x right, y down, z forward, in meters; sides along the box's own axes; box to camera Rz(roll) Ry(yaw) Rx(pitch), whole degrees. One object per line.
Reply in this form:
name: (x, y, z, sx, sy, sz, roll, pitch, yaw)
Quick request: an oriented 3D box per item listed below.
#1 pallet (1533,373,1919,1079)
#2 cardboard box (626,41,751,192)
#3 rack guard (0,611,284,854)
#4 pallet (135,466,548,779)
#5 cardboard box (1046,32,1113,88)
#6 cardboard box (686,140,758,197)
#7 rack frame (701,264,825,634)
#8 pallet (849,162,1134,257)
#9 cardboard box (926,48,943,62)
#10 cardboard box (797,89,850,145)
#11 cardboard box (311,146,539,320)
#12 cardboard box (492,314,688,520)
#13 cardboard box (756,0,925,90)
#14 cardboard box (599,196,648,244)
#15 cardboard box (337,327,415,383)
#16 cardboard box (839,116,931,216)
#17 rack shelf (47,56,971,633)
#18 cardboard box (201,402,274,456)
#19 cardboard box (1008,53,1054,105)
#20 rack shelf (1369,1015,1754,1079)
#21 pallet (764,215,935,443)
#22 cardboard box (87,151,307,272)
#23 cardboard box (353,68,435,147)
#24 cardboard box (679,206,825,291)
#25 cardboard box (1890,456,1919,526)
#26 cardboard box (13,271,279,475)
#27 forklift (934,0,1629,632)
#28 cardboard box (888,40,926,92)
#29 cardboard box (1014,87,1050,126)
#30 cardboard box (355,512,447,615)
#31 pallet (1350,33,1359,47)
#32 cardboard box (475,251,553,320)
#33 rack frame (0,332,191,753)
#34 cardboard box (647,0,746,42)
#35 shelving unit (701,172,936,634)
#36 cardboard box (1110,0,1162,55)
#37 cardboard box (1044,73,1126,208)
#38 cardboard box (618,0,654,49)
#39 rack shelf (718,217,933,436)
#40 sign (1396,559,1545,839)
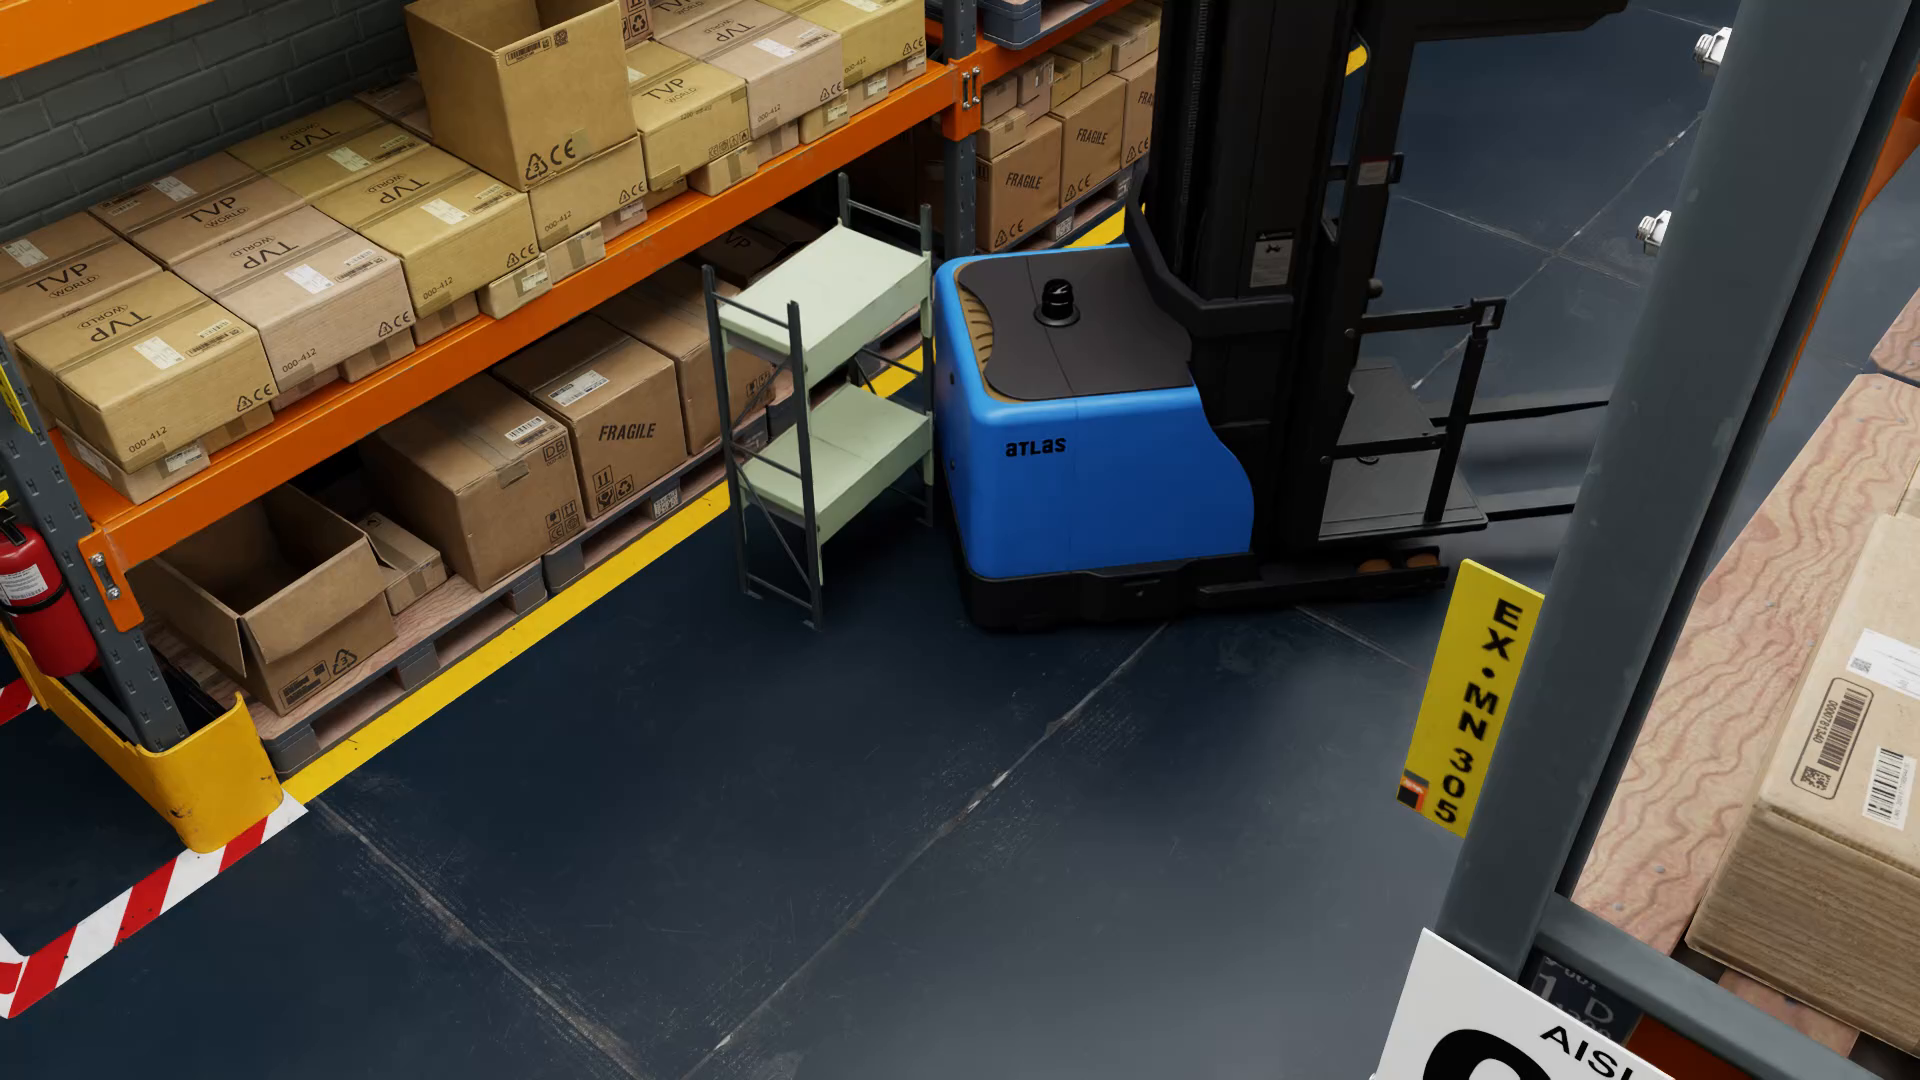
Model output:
pallet: (1.347, 0.344, 1.978, 1.003, 0.211, 1.213, 29, 50, 28)
cardboard box: (-1.133, -1.570, 6.137, 0.500, 0.250, 0.500, 29, 50, 28)
rack guard: (-2.875, 0.547, 5.777, 1.175, 0.500, 0.348, 29, 50, 28)
pallet: (-2.362, 0.243, 6.327, 1.003, 0.211, 1.213, 29, 50, 28)
cardboard box: (0.527, -2.399, 8.223, 0.380, 0.149, 0.250, 29, 50, 28)
cardboard box: (-0.993, -1.478, 6.332, 0.380, 0.149, 0.250, 29, 50, 28)
rack frame: (-0.689, -0.280, 5.943, 0.400, 1.500, 0.023, 25, 48, 25)
pallet: (0.145, -1.802, 8.575, 1.003, 0.211, 1.213, 29, 50, 28)
cardboard box: (-0.168, -2.322, 8.137, 0.380, 0.149, 0.250, 30, 50, 28)
cardboard box: (-0.661, -1.745, 6.626, 0.380, 0.149, 0.250, 31, 51, 29)
cardboard box: (-1.777, -1.033, 5.547, 0.500, 0.250, 0.500, 29, 49, 28)
cardboard box: (-1.461, -0.496, 6.612, 0.500, 0.500, 0.500, 30, 50, 29)
cardboard box: (-0.490, -2.086, 6.704, 0.500, 0.250, 0.500, 31, 51, 29)
cardboard box: (-1.368, -1.246, 6.077, 0.380, 0.149, 0.250, 29, 50, 28)
cardboard box: (-2.022, -0.702, 5.479, 0.380, 0.149, 0.250, 31, 51, 30)
cardboard box: (-0.260, -2.010, 8.277, 0.500, 0.500, 0.500, 29, 50, 28)
rack shelf: (-1.636, -1.103, 6.268, 1.077, 0.370, 4.000, 29, 50, 28)
cardboard box: (-2.374, -0.448, 5.199, 0.380, 0.149, 0.250, 31, 51, 29)
cardboard box: (0.216, -2.203, 7.786, 0.380, 0.149, 0.250, 27, 49, 27)
rack shelf: (2.165, -0.066, 2.897, 1.077, 0.370, 4.000, 29, 50, 28)
pallet: (-0.792, -1.014, 7.708, 1.003, 0.211, 1.213, 29, 50, 28)
cardboard box: (-2.498, -1.010, 5.522, 0.500, 0.250, 0.500, 30, 50, 29)
cardboard box: (-1.839, -1.533, 6.096, 0.500, 0.250, 0.500, 29, 50, 28)
cardboard box: (-0.955, -1.322, 7.660, 0.500, 0.311, 0.500, 31, 51, 30)
cardboard box: (1.307, 0.078, 2.006, 0.380, 0.149, 0.250, 26, 48, 26)
cardboard box: (-2.425, -0.511, 4.972, 0.500, 0.250, 0.500, 30, 50, 29)
forklift: (1.453, -1.197, 5.887, 3.031, 2.935, 1.130, -6, 43, -7)
cardboard box: (-0.361, -2.032, 6.942, 0.380, 0.149, 0.250, 30, 50, 29)
cardboard box: (0.204, -2.115, 7.910, 0.380, 0.149, 0.250, 28, 49, 27)
cardboard box: (-2.154, 0.084, 6.234, 0.380, 0.149, 0.250, 28, 49, 27)
pallet: (1.715, -3.059, 9.957, 1.003, 0.211, 1.213, 29, 50, 28)
cardboard box: (-1.635, -0.939, 5.739, 0.380, 0.149, 0.250, 28, 49, 27)
rack frame: (-2.924, -0.339, 4.893, 1.000, 3.000, 0.127, 29, 50, 28)
cardboard box: (-1.192, -2.054, 6.670, 0.500, 0.250, 0.500, 29, 50, 28)
shelving unit: (-0.479, -0.481, 6.165, 0.431, 1.500, 0.755, 25, 48, 25)
cardboard box: (0.878, -2.638, 8.486, 0.380, 0.149, 0.250, 31, 51, 30)
cardboard box: (0.469, -2.059, 8.331, 0.500, 0.500, 0.500, 29, 50, 28)
cardboard box: (-1.511, -2.079, 6.140, 0.500, 0.500, 0.500, 28, 49, 27)
rack shelf: (-0.479, -0.770, 5.902, 0.431, 0.370, 0.720, 25, 48, 25)
sign: (0.472, 0.158, 1.518, 0.100, 0.325, 0.005, 29, 50, 28)
